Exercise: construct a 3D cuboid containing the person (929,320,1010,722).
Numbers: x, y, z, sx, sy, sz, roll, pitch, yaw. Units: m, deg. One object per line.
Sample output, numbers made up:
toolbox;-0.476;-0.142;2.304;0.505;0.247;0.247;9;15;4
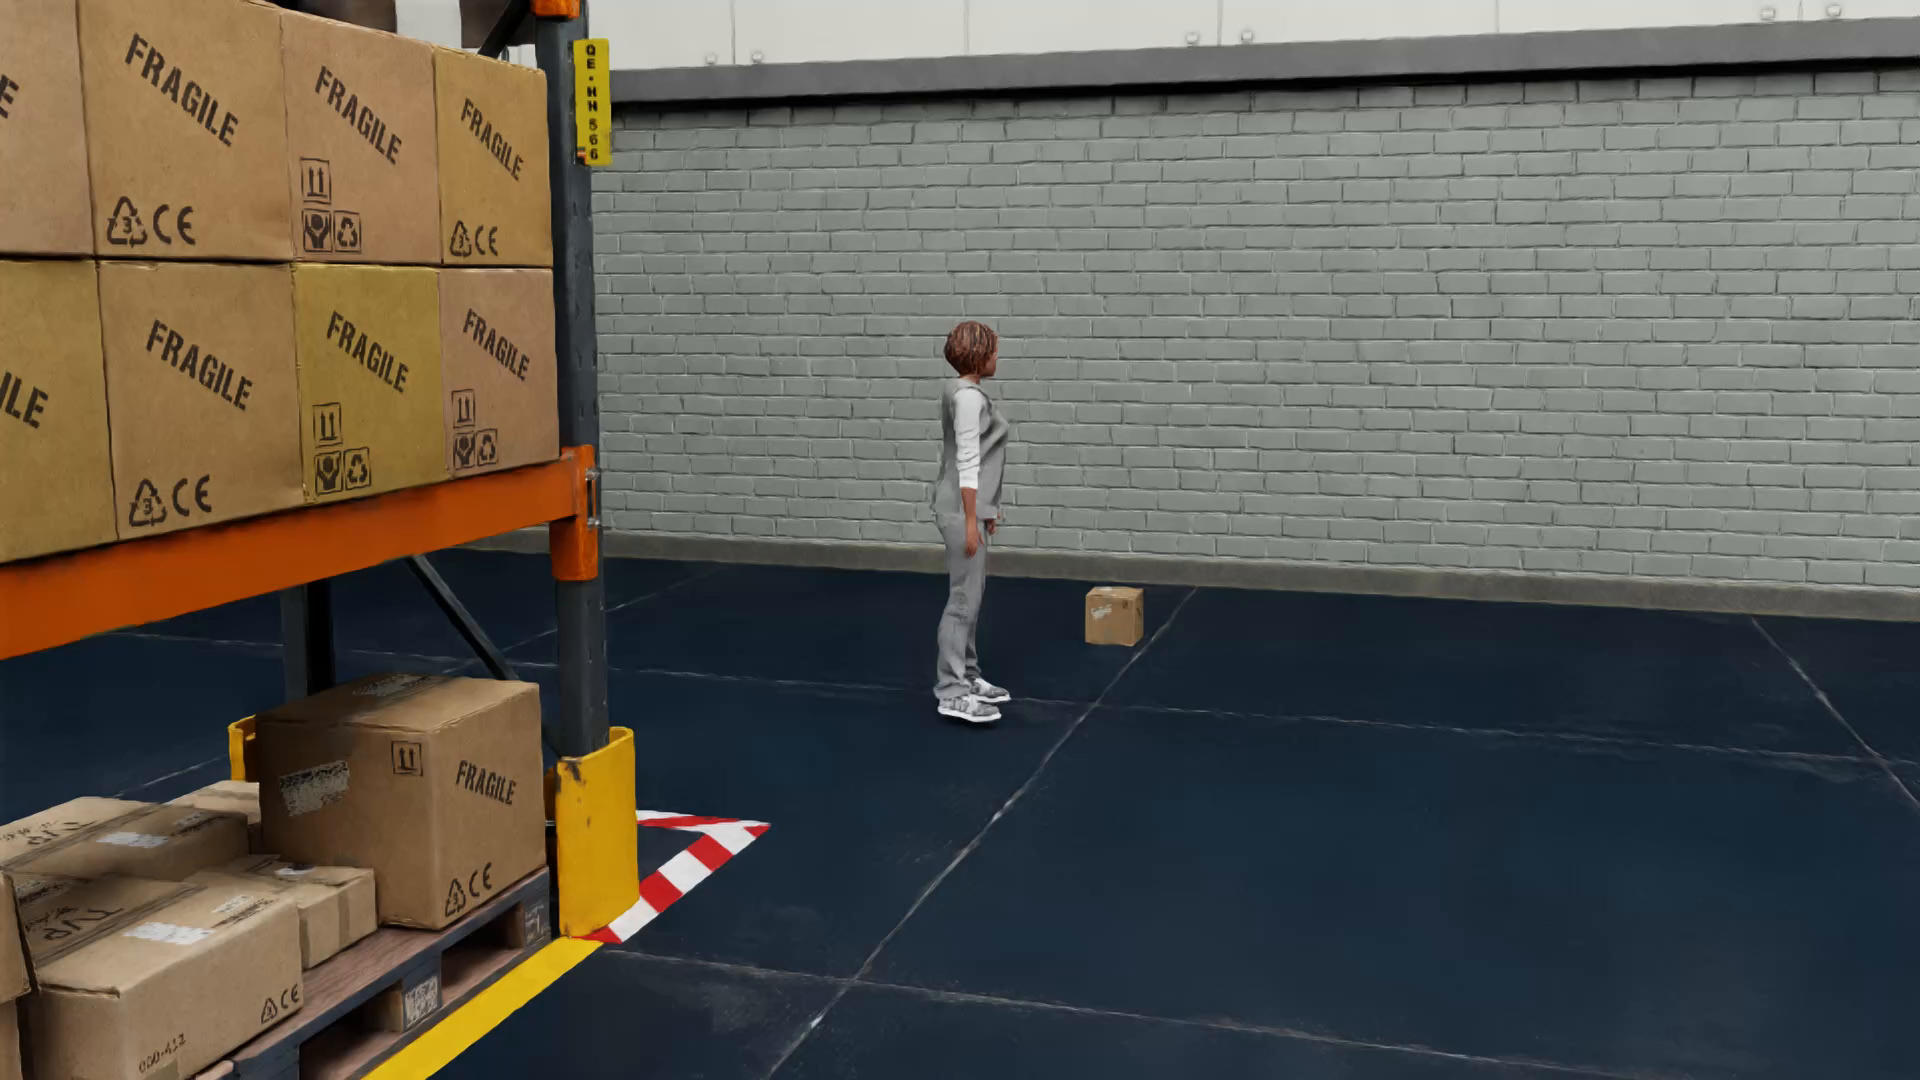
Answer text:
person;0.043;-0.087;6.792;0.341;1.605;0.471;0;9;-2
